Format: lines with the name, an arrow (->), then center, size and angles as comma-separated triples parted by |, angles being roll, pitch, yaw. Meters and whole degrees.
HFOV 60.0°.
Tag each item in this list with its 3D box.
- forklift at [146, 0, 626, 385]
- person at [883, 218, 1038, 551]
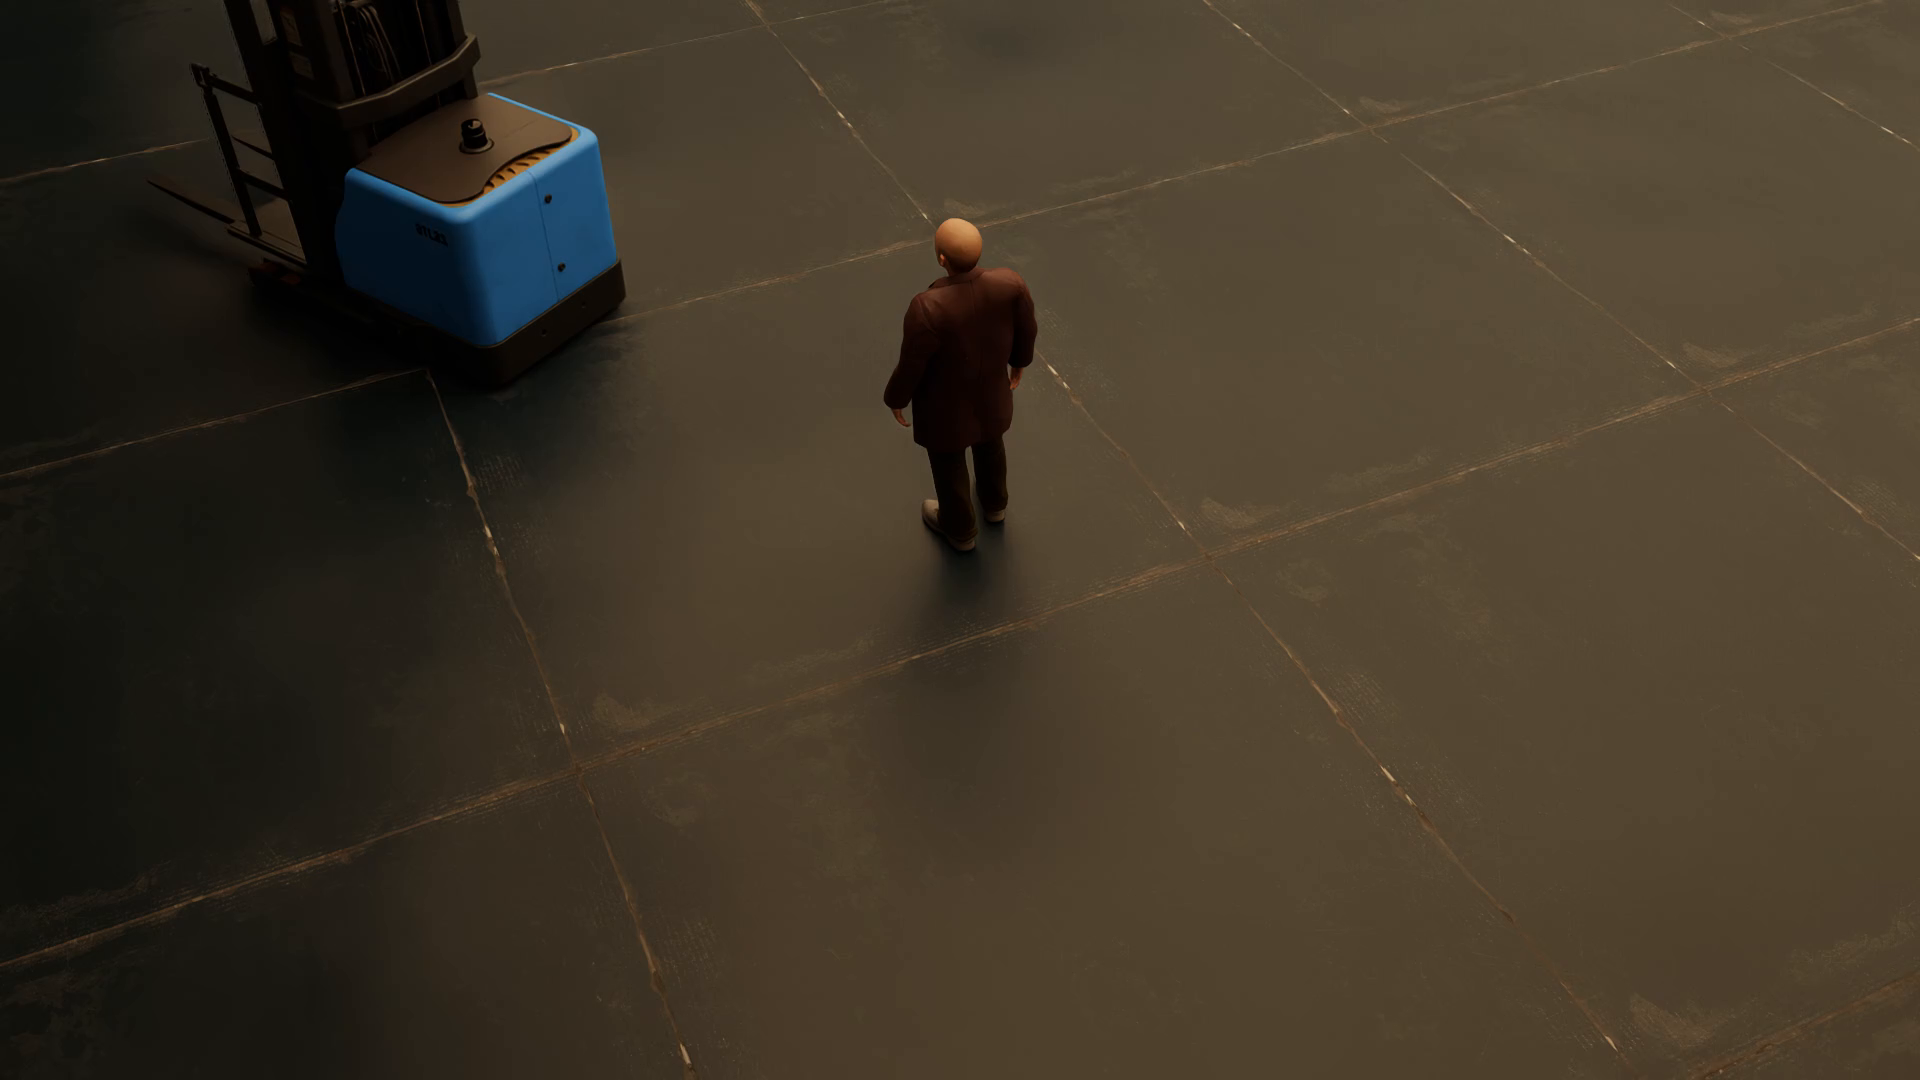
forklift -> -3.350, -2.659, 8.529 | 3.031, 2.935, 1.130 | 24, 48, 24
person -> -0.035, -0.713, 7.279 | 0.698, 1.778, 0.579 | -18, 46, -18
